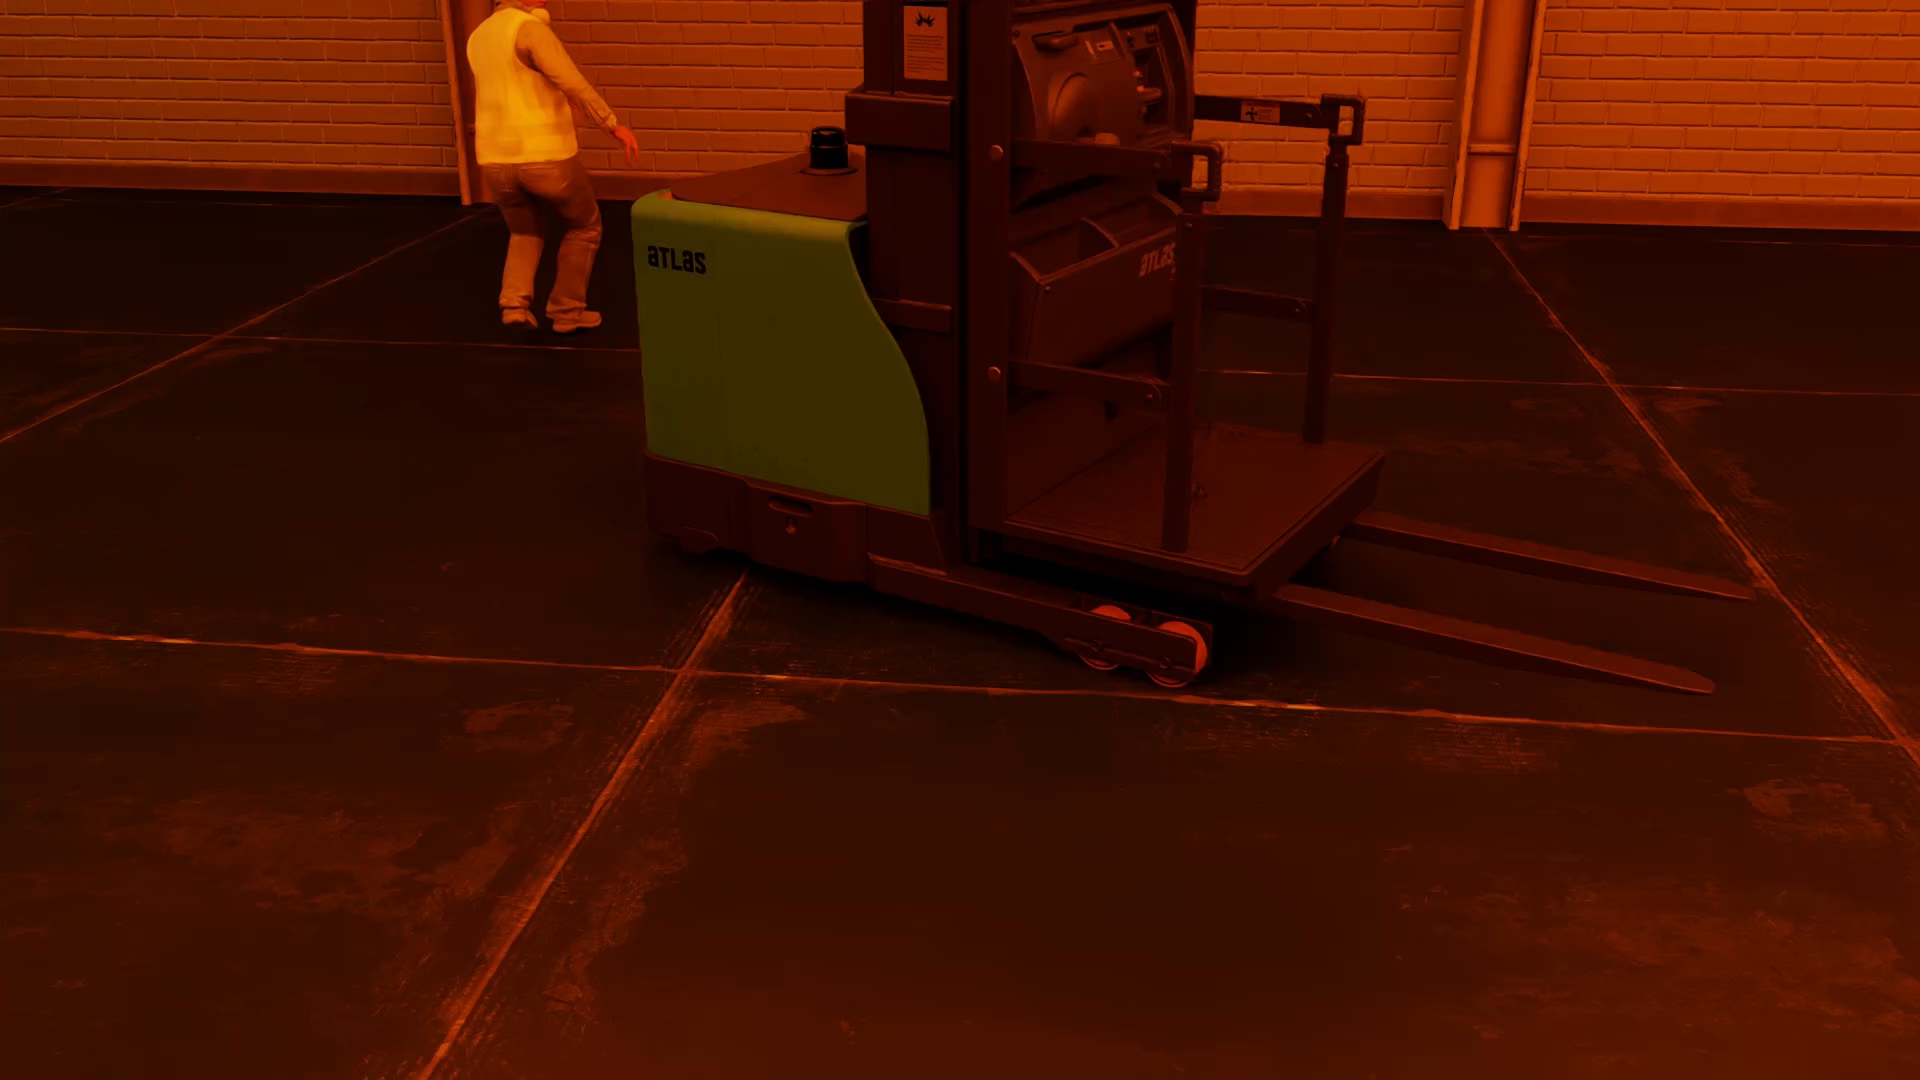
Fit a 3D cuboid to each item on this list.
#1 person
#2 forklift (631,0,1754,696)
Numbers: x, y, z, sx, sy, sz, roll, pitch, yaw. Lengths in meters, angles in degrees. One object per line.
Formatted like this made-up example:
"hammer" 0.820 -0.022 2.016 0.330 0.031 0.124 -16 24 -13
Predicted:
"person" -1.739 -1.701 7.191 0.835 1.651 0.782 10 24 23
"forklift" 0.567 -1.209 4.256 3.031 2.935 1.130 13 25 29
